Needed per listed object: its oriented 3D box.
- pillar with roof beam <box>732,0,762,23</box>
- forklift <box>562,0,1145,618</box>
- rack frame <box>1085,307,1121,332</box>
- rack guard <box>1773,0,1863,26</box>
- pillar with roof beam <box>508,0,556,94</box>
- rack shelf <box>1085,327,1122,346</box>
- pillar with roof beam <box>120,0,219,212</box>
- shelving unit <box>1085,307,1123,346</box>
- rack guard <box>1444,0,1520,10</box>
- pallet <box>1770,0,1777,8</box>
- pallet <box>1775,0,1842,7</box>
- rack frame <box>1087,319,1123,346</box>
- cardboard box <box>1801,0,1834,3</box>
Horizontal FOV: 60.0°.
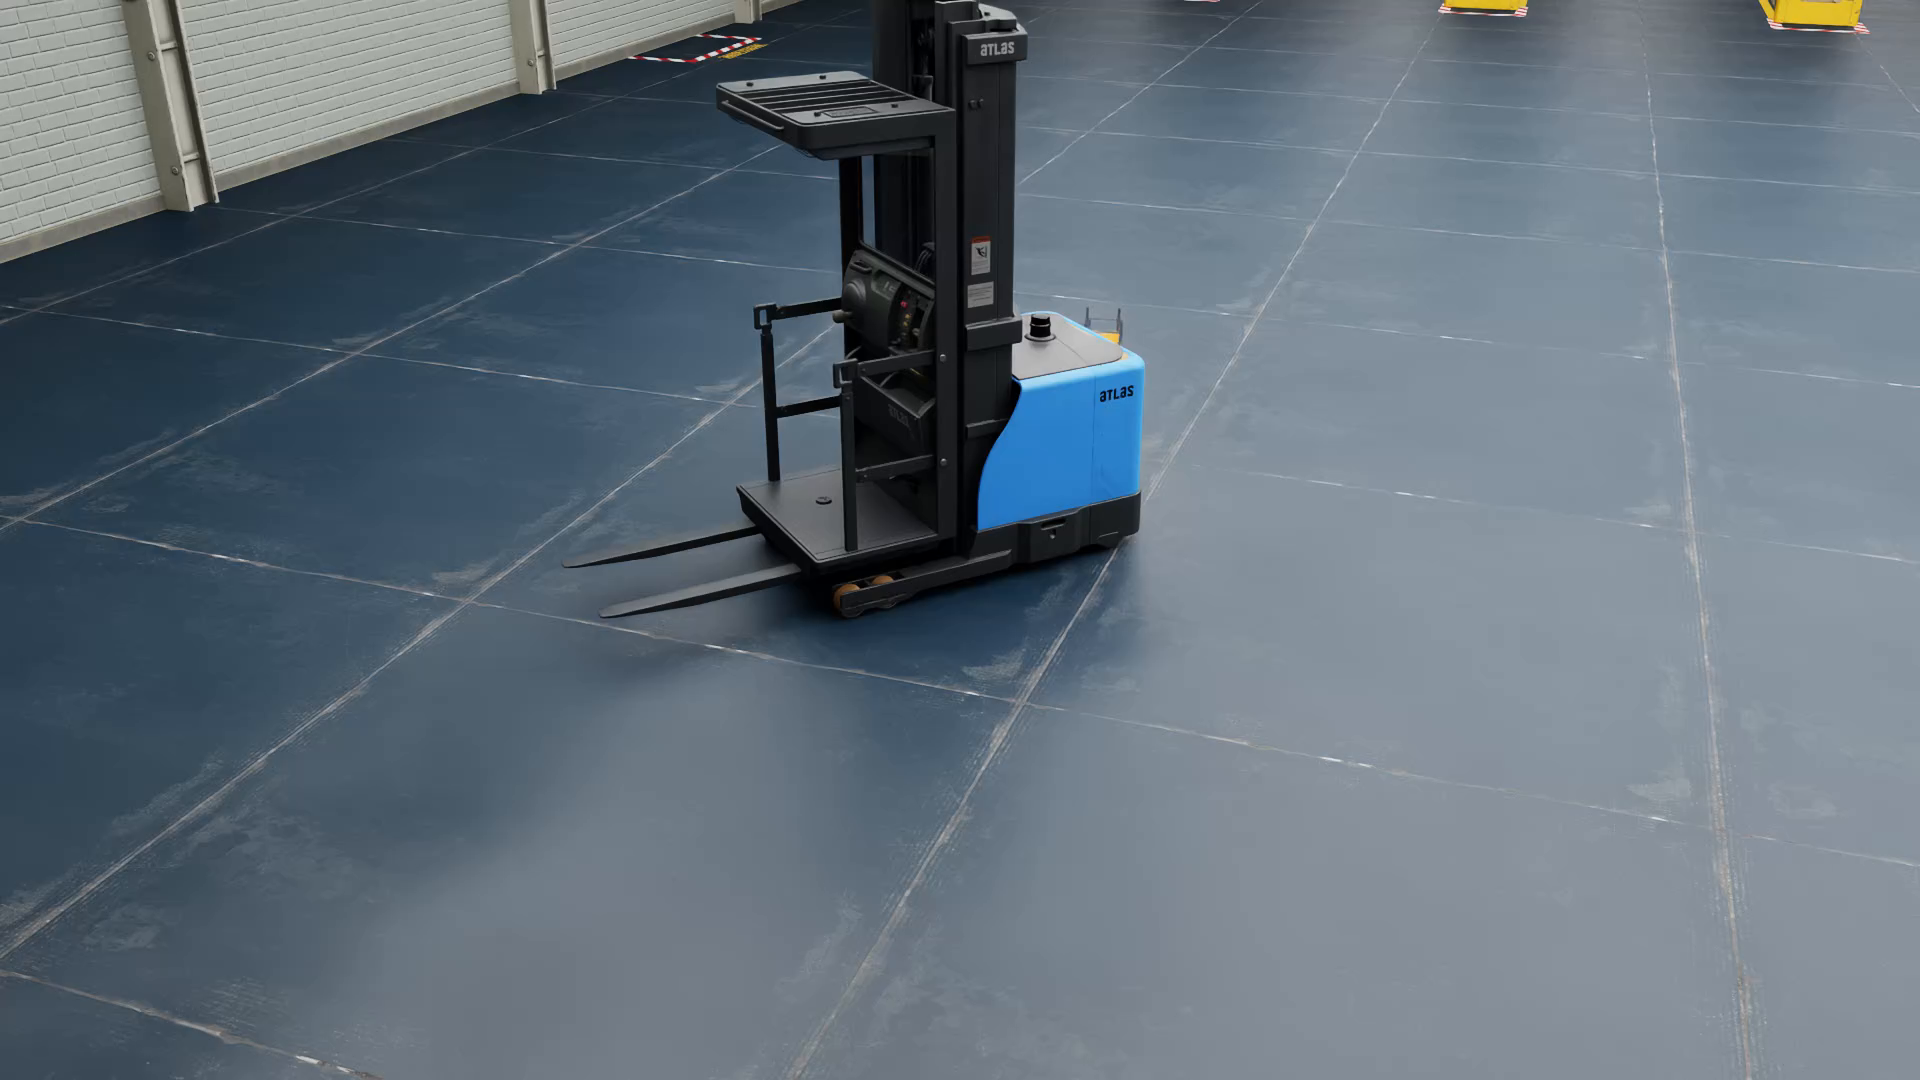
[{"bbox_3d":[0.739,-11.547,22.772,9.100,9.000,0.400,9,27,17],"label":"pillar with roof beam"},{"bbox_3d":[-0.548,-1.189,8.343,3.031,2.935,1.130,-13,29,-25],"label":"forklift"},{"bbox_3d":[0.814,-0.868,9.830,0.200,1.050,0.008,2,25,1],"label":"rack frame"},{"bbox_3d":[13.297,-8.275,25.766,1.175,0.500,0.348,9,27,17],"label":"rack guard"},{"bbox_3d":[-1.258,-9.081,17.679,9.100,9.000,0.400,9,27,17],"label":"pillar with roof beam"},{"bbox_3d":[0.818,-1.065,9.605,0.215,0.259,0.240,2,25,1],"label":"rack shelf"},{"bbox_3d":[-3.255,-6.615,12.587,9.100,9.000,0.400,9,27,17],"label":"pillar with roof beam"},{"bbox_3d":[0.810,-0.817,9.719,0.215,1.050,0.252,2,25,1],"label":"shelving unit"},{"bbox_3d":[8.582,-9.000,27.264,1.175,0.500,0.348,9,27,17],"label":"rack guard"},{"bbox_3d":[14.008,-8.973,27.540,1.003,0.211,1.213,9,27,17],"label":"pallet"},{"bbox_3d":[13.600,-8.473,26.508,1.003,0.211,1.213,9,27,17],"label":"pallet"},{"bbox_3d":[0.806,-0.766,9.608,0.200,1.050,0.008,2,25,1],"label":"rack frame"},{"bbox_3d":[13.495,-8.687,26.135,0.500,0.500,0.500,14,29,27],"label":"cardboard box"}]
